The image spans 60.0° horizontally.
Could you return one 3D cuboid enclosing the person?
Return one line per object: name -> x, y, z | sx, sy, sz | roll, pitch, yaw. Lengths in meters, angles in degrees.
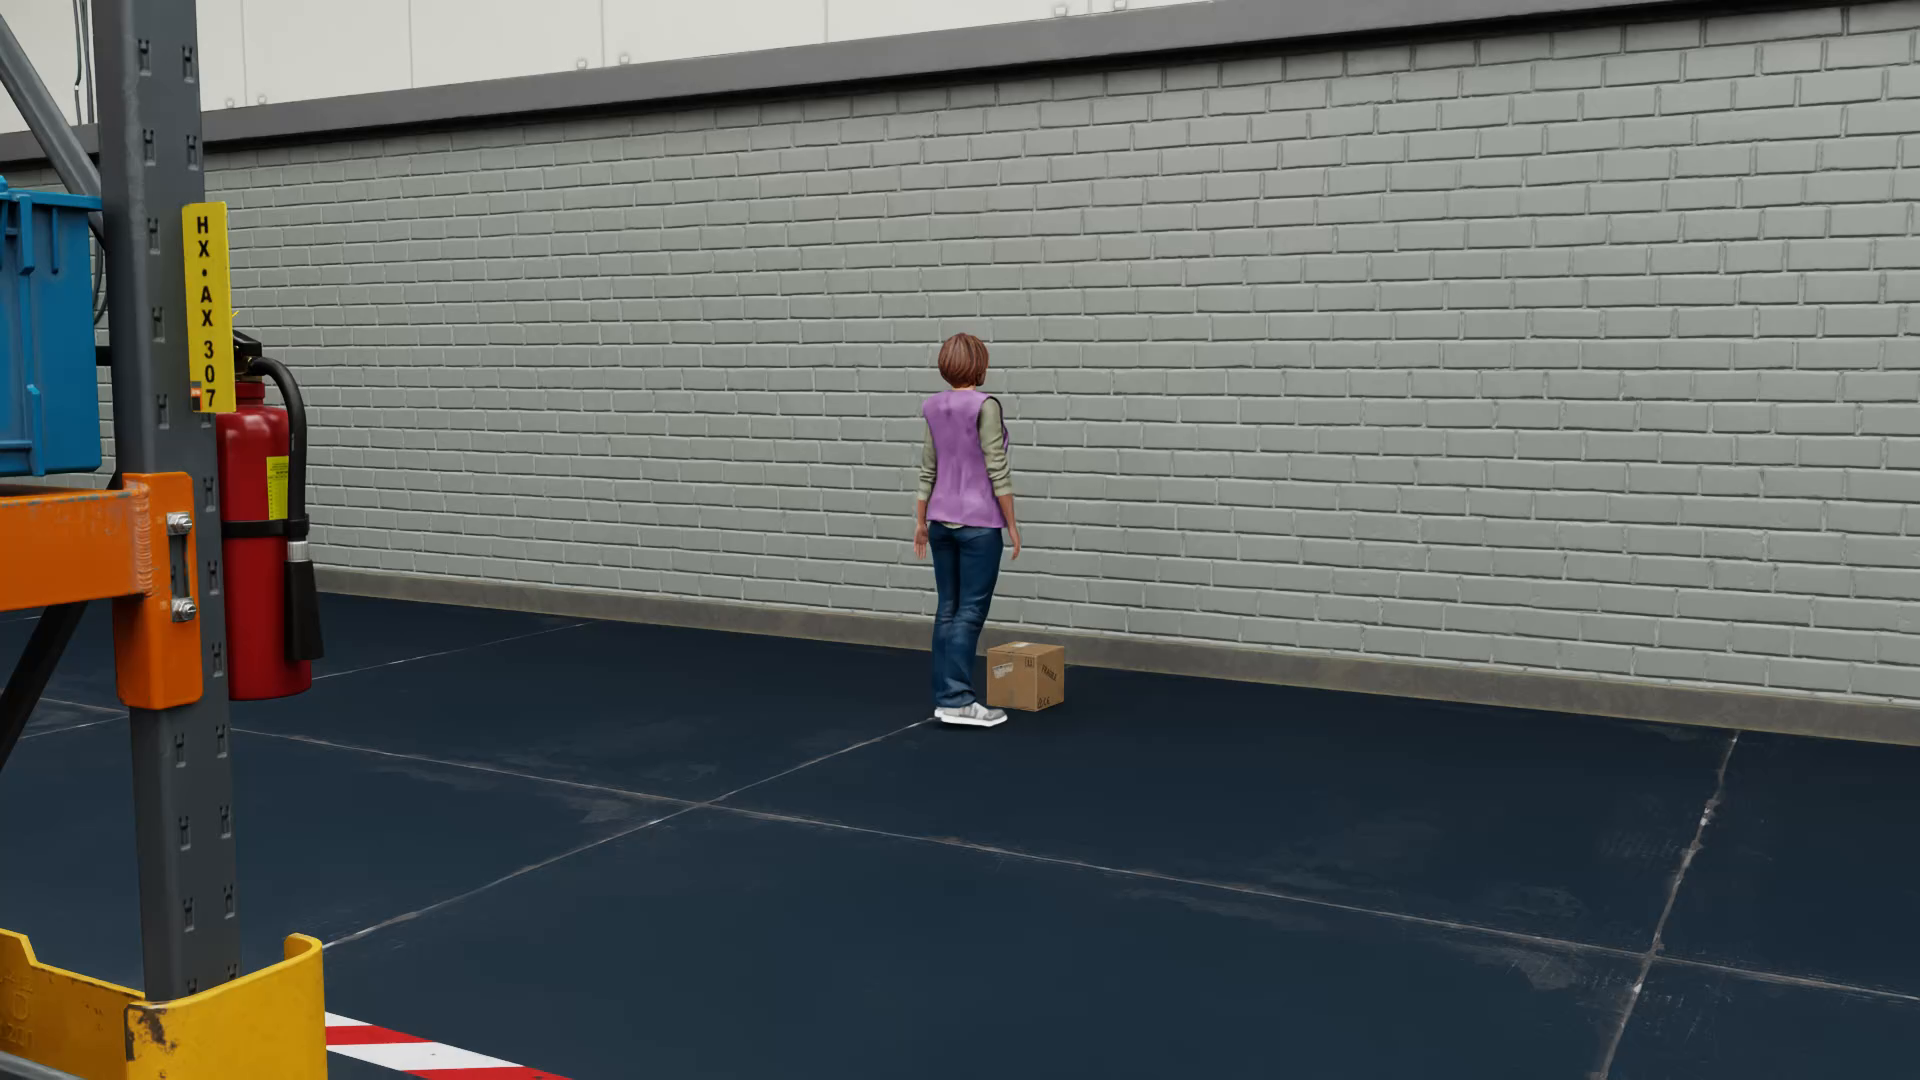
person -> 0.021, -0.044, 6.810 | 0.450, 1.599, 0.348 | 5, 8, 41
